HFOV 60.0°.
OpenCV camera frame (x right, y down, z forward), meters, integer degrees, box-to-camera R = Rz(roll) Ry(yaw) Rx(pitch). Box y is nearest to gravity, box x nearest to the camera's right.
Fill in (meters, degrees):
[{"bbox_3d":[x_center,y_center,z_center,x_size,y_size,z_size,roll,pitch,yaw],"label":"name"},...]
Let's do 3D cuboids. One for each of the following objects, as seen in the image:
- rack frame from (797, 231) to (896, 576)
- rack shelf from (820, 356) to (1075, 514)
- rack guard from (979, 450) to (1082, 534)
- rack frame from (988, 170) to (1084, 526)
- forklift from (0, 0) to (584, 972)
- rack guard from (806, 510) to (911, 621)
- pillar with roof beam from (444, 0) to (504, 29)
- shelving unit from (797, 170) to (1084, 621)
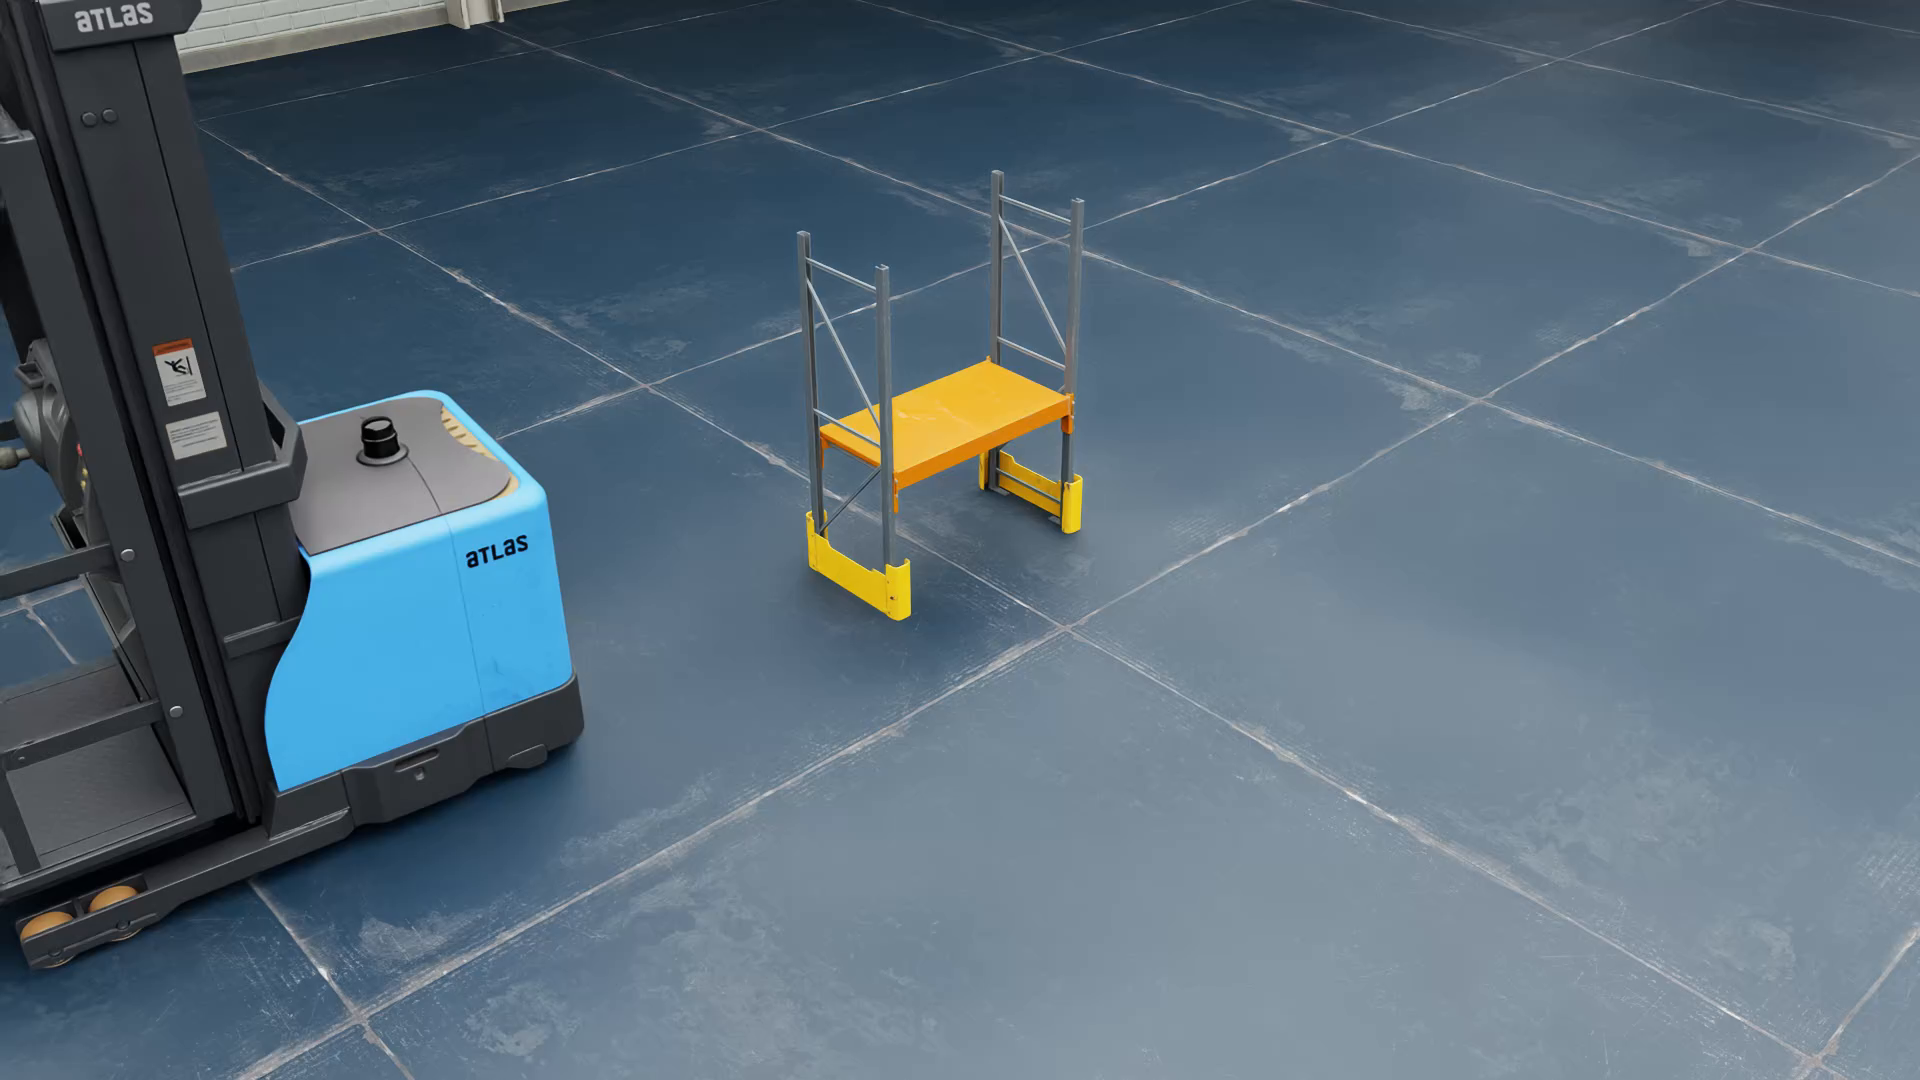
[{"bbox_3d":[-0.435,-0.429,6.514,0.032,1.500,0.500,-26,40,-35],"label":"rack frame"},{"bbox_3d":[-0.063,-0.456,6.903,1.000,0.185,0.538,-26,40,-35],"label":"rack shelf"},{"bbox_3d":[0.309,-0.256,7.429,0.087,0.250,0.587,-26,40,-35],"label":"rack guard"},{"bbox_3d":[0.310,-0.790,7.104,0.032,1.500,0.500,-26,40,-35],"label":"rack frame"},{"bbox_3d":[-2.849,-0.254,4.855,3.031,2.935,1.130,-21,37,-30],"label":"forklift"},{"bbox_3d":[-0.421,0.097,6.852,0.087,0.250,0.587,-26,40,-35],"label":"rack guard"},{"bbox_3d":[-1.373,-6.797,9.739,0.400,9.000,9.100,-26,40,-35],"label":"pillar with roof beam"},{"bbox_3d":[-0.056,-0.613,6.815,1.083,1.500,0.587,-26,40,-35],"label":"shelving unit"}]
